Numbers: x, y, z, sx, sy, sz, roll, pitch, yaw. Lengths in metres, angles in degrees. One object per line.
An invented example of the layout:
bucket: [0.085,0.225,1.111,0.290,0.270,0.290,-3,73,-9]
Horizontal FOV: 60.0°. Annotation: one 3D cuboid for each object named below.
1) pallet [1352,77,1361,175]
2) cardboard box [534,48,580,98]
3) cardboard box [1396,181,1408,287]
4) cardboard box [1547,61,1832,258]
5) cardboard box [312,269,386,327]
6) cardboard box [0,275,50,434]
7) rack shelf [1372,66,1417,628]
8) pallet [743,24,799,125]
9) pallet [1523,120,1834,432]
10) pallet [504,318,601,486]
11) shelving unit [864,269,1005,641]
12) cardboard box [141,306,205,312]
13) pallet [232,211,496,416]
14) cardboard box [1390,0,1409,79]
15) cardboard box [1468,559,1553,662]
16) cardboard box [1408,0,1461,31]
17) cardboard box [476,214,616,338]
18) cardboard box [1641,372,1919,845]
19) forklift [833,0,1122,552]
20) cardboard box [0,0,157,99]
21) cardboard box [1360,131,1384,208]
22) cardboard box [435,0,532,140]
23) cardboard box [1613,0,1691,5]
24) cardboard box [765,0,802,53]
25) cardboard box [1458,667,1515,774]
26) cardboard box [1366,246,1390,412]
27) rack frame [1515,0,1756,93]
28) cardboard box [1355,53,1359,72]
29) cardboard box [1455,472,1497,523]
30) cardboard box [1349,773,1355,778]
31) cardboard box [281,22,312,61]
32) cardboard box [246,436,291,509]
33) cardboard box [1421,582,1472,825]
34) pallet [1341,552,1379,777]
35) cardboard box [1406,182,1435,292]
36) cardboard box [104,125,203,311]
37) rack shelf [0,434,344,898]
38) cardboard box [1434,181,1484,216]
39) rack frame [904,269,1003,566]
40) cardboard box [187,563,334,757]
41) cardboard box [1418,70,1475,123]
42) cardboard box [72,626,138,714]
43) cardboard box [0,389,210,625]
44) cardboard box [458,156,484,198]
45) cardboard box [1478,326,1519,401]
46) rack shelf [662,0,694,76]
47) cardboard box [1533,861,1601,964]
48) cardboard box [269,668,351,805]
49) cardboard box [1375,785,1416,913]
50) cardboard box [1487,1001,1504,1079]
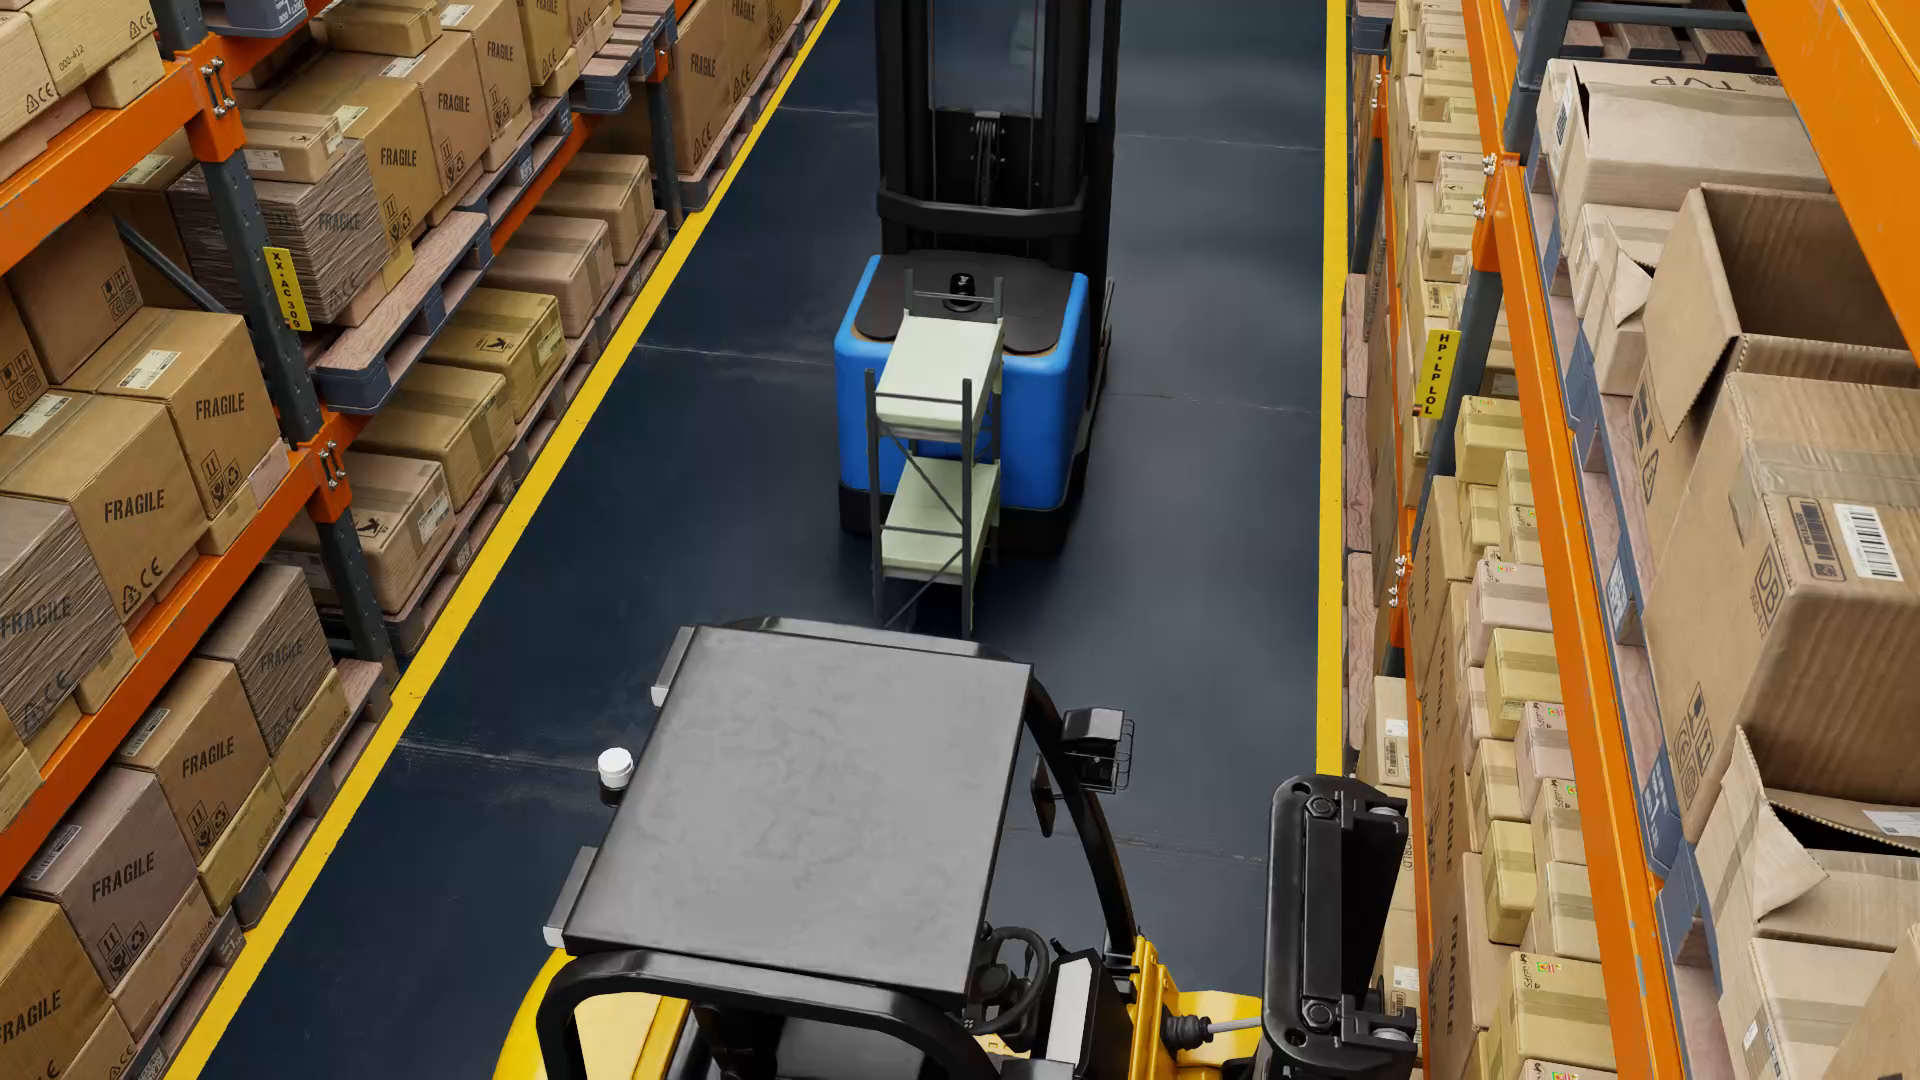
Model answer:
pallet: [3.091,-2.708,10.860,1.003,0.211,1.213,6,40,8]
cardboard box: [-2.063,-2.262,8.000,0.380,0.149,0.250,7,40,8]
cardboard box: [2.128,-1.281,7.063,0.500,0.250,0.500,8,40,9]
cardboard box: [1.635,-0.871,3.758,0.500,0.311,0.500,7,40,9]
cardboard box: [-2.463,-0.967,6.433,0.380,0.149,0.250,7,40,8]
cardboard box: [-3.270,-0.558,4.974,0.700,0.500,0.500,7,40,8]
rack shelf: [2.365,-1.022,7.197,1.077,0.370,4.000,6,40,8]
pallet: [-1.754,-3.275,11.545,1.003,0.211,1.213,6,40,8]
pallet: [1.897,-0.628,3.871,1.003,0.211,1.213,6,40,8]
pallet: [-2.528,-0.771,8.517,1.003,0.211,1.213,6,40,8]
shelving unit: [-0.090,-0.260,6.888,0.431,1.500,0.755,7,40,8]
cardboard box: [-3.053,-1.008,6.482,0.380,0.149,0.250,7,40,8]
pallet: [-2.595,-0.979,6.731,1.003,0.211,1.213,6,40,8]
cardboard box: [2.369,-2.441,8.074,0.500,0.250,0.500,6,40,8]
cardboard box: [1.535,0.205,4.327,0.380,0.149,0.250,7,40,9]
cardboard box: [2.321,-2.508,7.842,0.380,0.149,0.250,7,40,9]
cardboard box: [-2.405,-1.431,8.860,0.950,0.372,0.625,6,40,7]
cardboard box: [1.439,0.134,2.393,0.700,0.500,0.500,7,40,8]
forklift: [0.207,-2.016,7.888,1.130,2.935,3.031,7,40,8]
cardboard box: [-2.682,-1.495,4.734,0.500,0.250,0.500,6,40,7]
cardboard box: [2.573,-2.042,9.498,0.500,0.500,0.500,7,40,9]
cardboard box: [-2.243,-2.114,7.311,0.500,0.500,0.500,5,40,6]
cardboard box: [1.905,-1.848,4.939,0.500,0.311,0.500,5,40,6]
cardboard box: [-1.663,-3.987,11.557,0.875,0.875,0.875,7,40,9]
cardboard box: [1.482,0.478,4.230,0.380,0.149,0.250,6,40,7]
cardboard box: [2.485,-1.001,8.140,0.875,0.625,0.625,8,40,9]
rack frame: [2.019,-2.357,3.538,1.000,3.000,0.127,6,40,8]
cardboard box: [2.925,-3.337,11.064,0.500,0.500,0.500,5,40,6]
cardboard box: [1.705,-0.162,5.004,0.380,0.149,0.250,6,40,7]
cardboard box: [1.609,1.120,5.869,0.500,0.250,0.500,7,40,8]
cardboard box: [-2.882,-2.078,6.758,0.380,0.149,0.250,5,40,6]
cardboard box: [-2.626,-0.257,5.904,0.380,0.149,0.250,6,40,7]
cardboard box: [1.612,0.495,4.718,0.500,0.500,0.500,7,40,8]
pallet: [2.108,0.564,6.903,1.003,0.211,1.213,6,40,8]
cardboard box: [2.029,-1.160,6.524,0.500,0.250,0.500,7,40,9]
cardboard box: [-3.016,-1.220,6.230,0.500,0.500,0.500,6,40,7]
rack shelf: [-3.216,0.943,4.820,1.077,0.370,4.000,6,40,8]
cardboard box: [2.003,-1.221,6.285,0.380,0.149,0.250,5,40,7]
rack frame: [-0.025,-0.490,7.165,0.400,1.500,0.023,7,40,8]
cardboard box: [-2.708,0.420,6.127,0.500,0.500,0.500,6,40,7]
cardboard box: [2.153,-1.865,7.064,0.380,0.149,0.250,7,40,9]
cardboard box: [-2.798,0.381,5.133,0.380,0.149,0.250,6,40,7]
cardboard box: [-2.784,-0.113,5.220,0.500,0.500,0.500,8,40,9]
cardboard box: [-2.307,-1.620,7.223,0.380,0.149,0.250,7,40,8]
cardboard box: [1.860,-0.572,5.500,0.380,0.149,0.250,8,40,9]
rack shelf: [-1.832,-4.078,10.893,1.077,0.370,4.000,6,40,8]
cardboard box: [1.441,0.851,3.545,0.380,0.149,0.250,7,40,8]
cardboard box: [-2.708,0.709,6.367,0.500,0.250,0.500,8,40,10]
cardboard box: [1.528,1.057,5.161,0.500,0.250,0.500,6,40,8]
cardboard box: [1.309,1.121,3.452,0.380,0.149,0.250,7,40,8]
